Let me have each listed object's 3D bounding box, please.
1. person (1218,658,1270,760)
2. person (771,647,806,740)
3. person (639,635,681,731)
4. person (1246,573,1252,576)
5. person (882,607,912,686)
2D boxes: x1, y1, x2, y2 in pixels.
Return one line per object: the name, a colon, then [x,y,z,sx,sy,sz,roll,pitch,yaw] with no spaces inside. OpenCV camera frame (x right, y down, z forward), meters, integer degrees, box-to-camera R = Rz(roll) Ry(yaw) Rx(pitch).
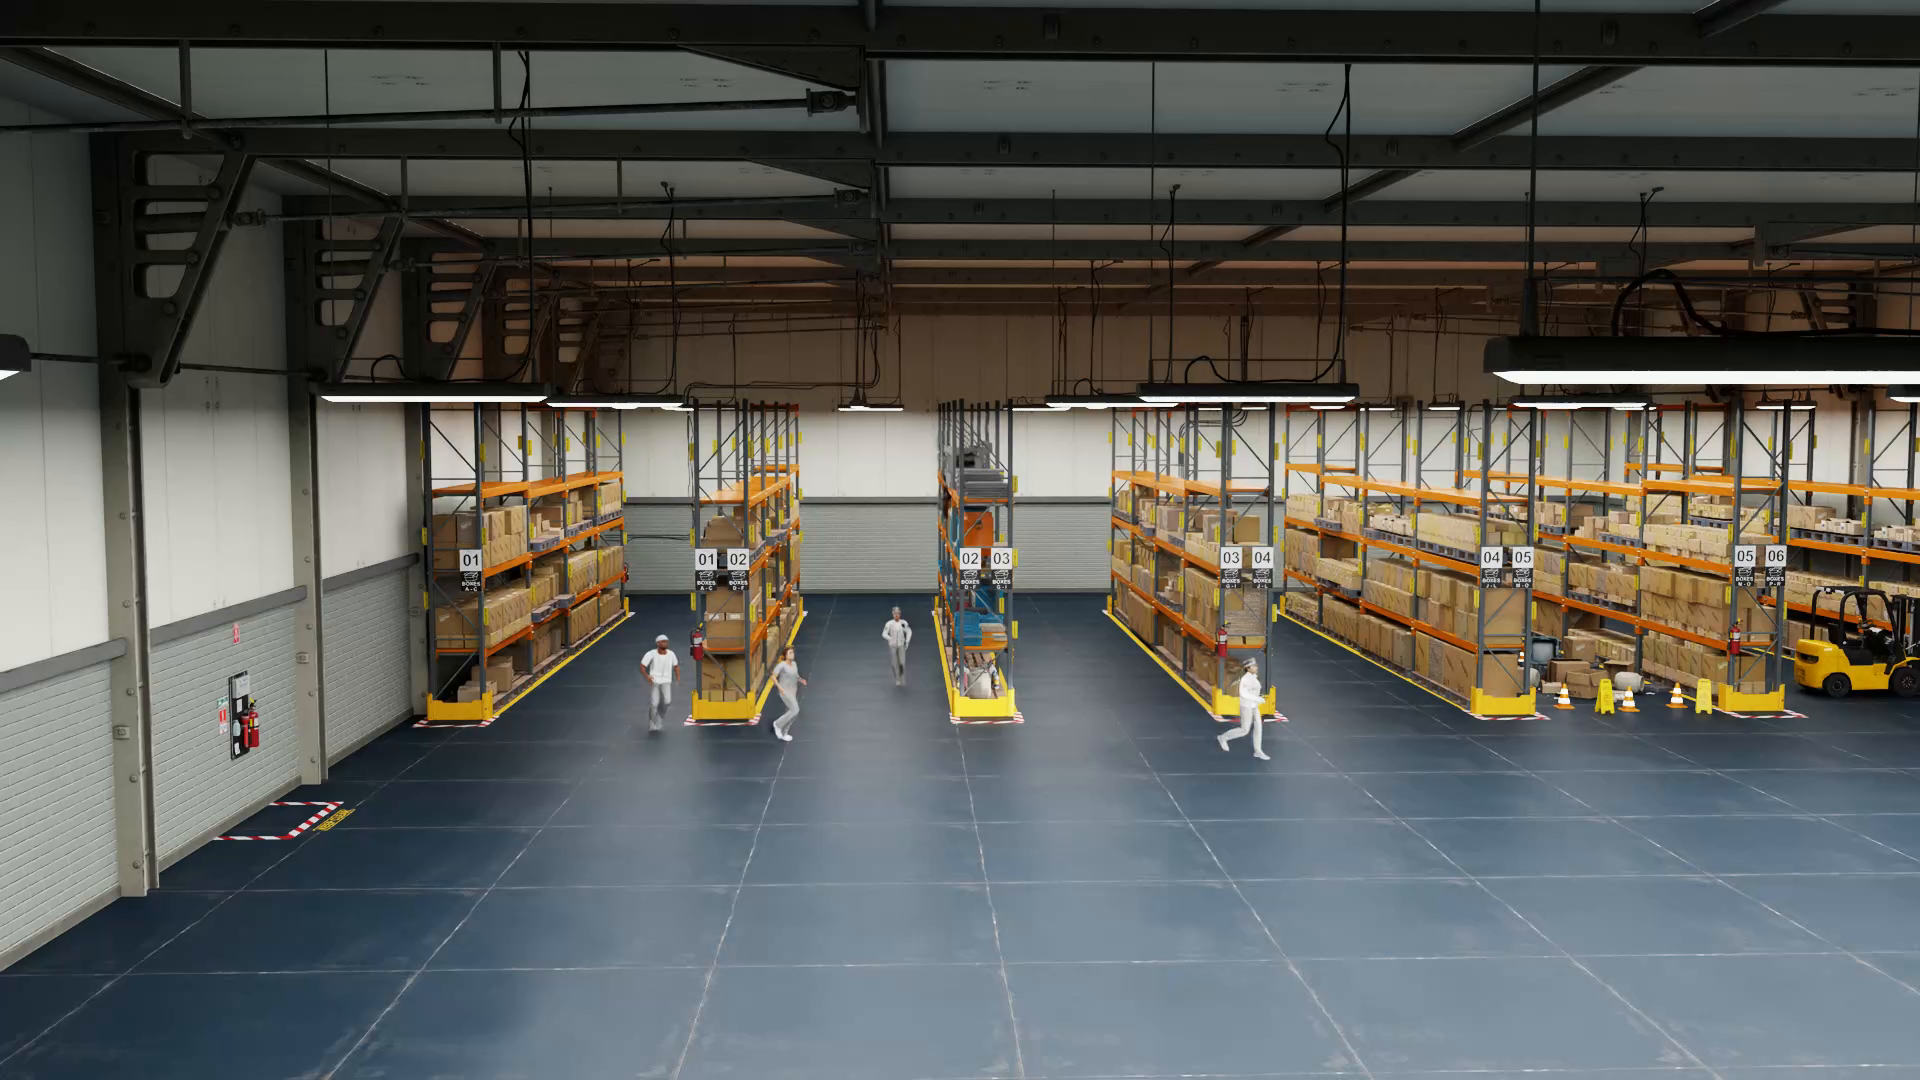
person: [4.762,2.788,27.691,0.867,1.702,0.625,2,5,30]
person: [-2.971,2.690,29.169,0.558,1.637,0.551,2,5,30]
person: [-5.413,2.585,30.126,0.761,1.717,0.589,-2,5,-23]
person: [8.055,1.285,48.070,0.773,1.562,0.536,2,5,26]
person: [-1.315,2.229,34.745,0.611,1.661,0.599,0,4,-2]
